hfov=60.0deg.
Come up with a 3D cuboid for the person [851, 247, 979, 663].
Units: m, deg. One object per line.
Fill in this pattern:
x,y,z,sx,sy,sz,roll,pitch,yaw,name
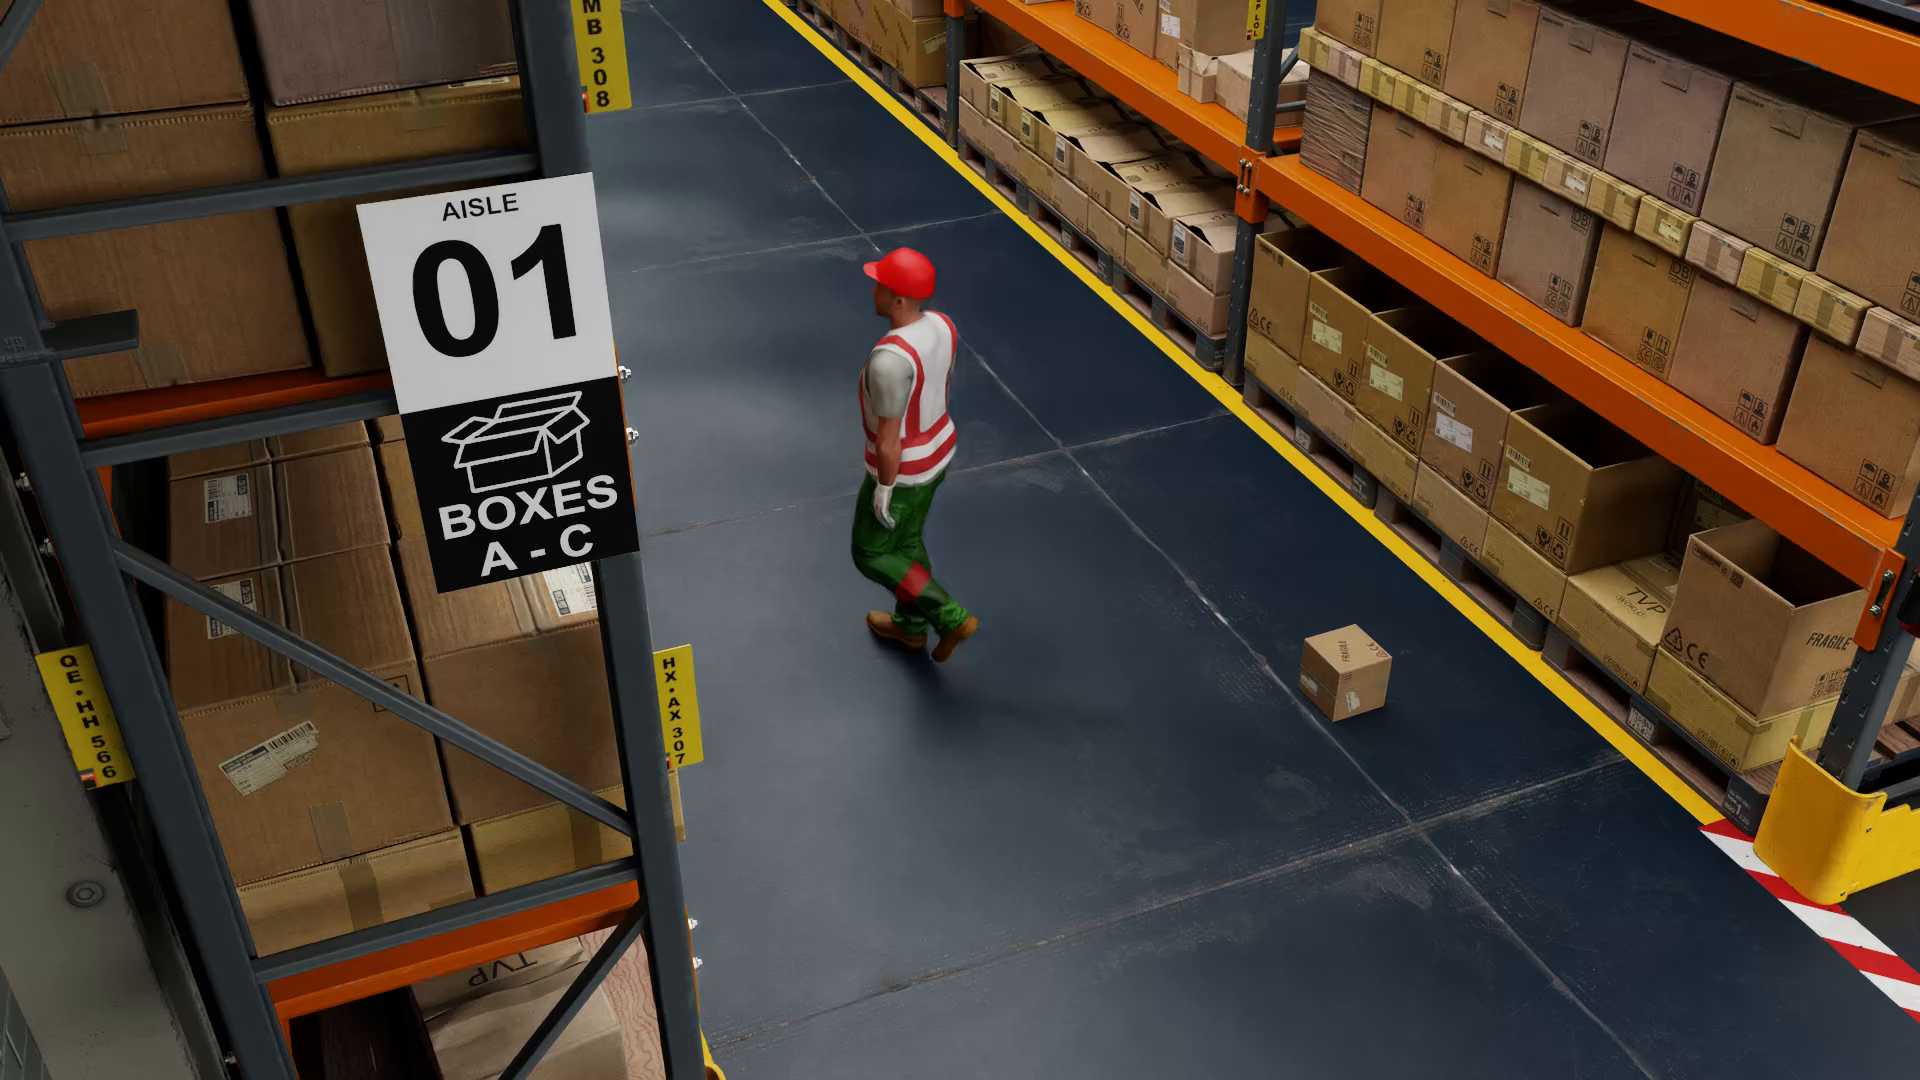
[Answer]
-0.157,-0.284,6.508,0.597,1.780,0.538,16,36,23,person
